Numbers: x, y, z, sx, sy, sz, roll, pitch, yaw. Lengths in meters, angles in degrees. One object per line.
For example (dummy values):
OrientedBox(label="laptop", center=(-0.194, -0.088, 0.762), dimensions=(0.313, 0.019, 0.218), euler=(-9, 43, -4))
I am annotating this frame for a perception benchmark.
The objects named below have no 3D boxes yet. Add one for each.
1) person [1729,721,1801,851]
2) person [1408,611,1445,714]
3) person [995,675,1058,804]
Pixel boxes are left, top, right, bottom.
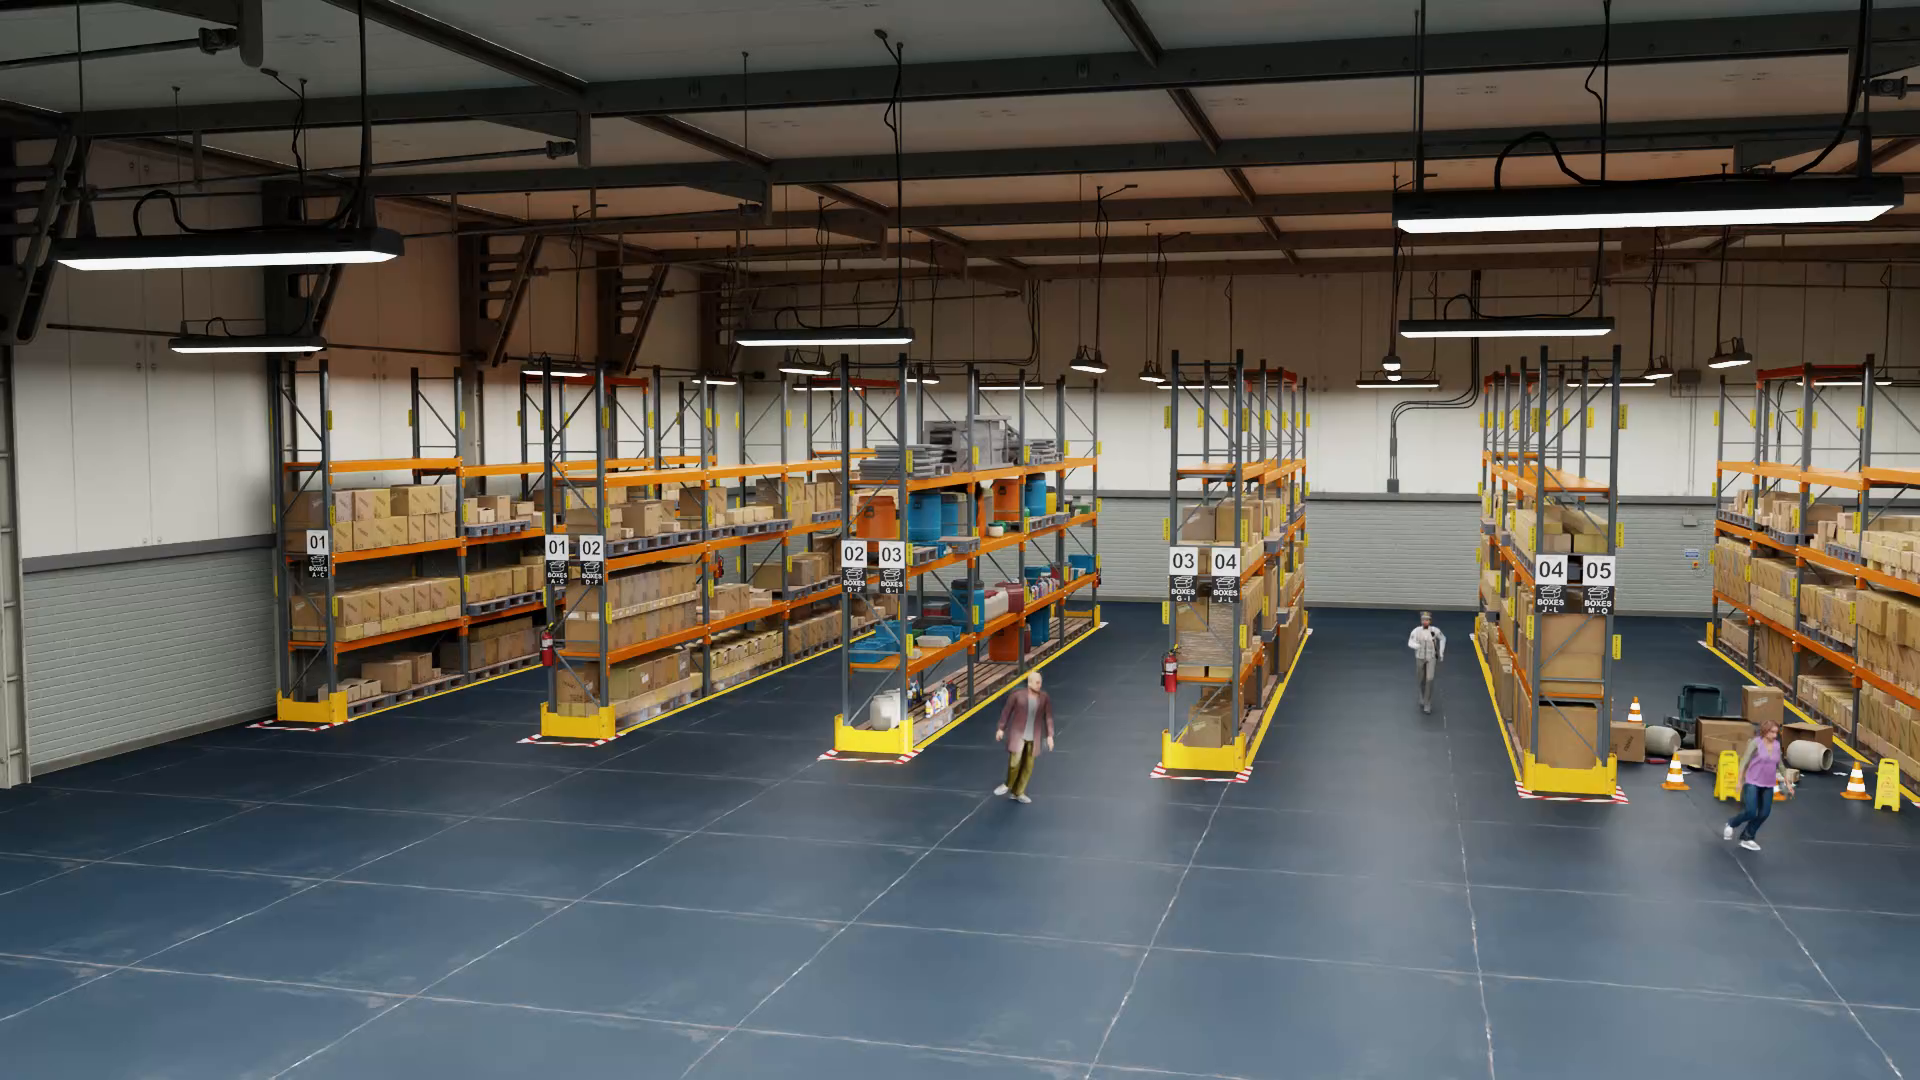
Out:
OrientedBox(label="person", center=(9.295, 2.845, 19.232), dimensions=(0.570, 1.533, 0.606), euler=(-1, 4, -10))
OrientedBox(label="person", center=(8.047, 2.085, 28.717), dimensions=(0.601, 1.738, 0.845), euler=(1, 4, 20))
OrientedBox(label="person", center=(0.871, 2.587, 21.725), dimensions=(0.742, 1.720, 0.617), euler=(-1, 4, -16))
